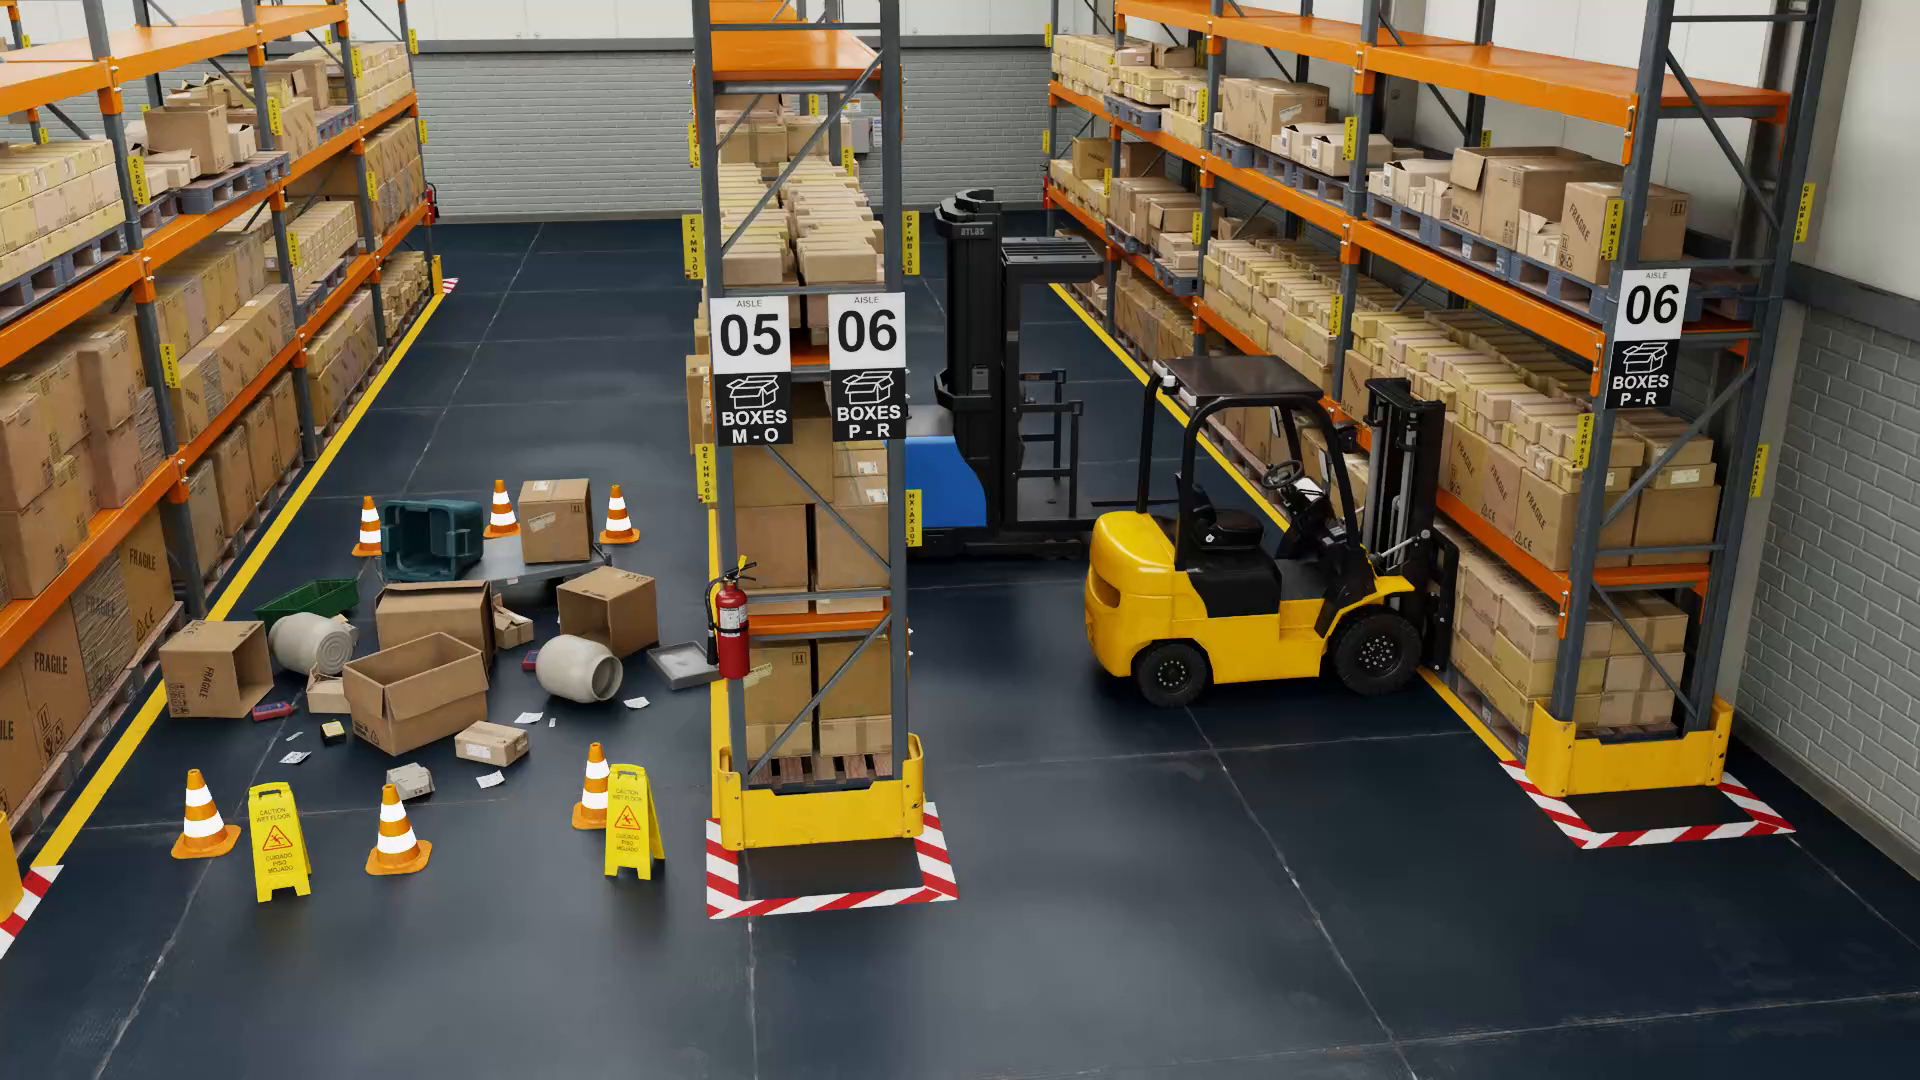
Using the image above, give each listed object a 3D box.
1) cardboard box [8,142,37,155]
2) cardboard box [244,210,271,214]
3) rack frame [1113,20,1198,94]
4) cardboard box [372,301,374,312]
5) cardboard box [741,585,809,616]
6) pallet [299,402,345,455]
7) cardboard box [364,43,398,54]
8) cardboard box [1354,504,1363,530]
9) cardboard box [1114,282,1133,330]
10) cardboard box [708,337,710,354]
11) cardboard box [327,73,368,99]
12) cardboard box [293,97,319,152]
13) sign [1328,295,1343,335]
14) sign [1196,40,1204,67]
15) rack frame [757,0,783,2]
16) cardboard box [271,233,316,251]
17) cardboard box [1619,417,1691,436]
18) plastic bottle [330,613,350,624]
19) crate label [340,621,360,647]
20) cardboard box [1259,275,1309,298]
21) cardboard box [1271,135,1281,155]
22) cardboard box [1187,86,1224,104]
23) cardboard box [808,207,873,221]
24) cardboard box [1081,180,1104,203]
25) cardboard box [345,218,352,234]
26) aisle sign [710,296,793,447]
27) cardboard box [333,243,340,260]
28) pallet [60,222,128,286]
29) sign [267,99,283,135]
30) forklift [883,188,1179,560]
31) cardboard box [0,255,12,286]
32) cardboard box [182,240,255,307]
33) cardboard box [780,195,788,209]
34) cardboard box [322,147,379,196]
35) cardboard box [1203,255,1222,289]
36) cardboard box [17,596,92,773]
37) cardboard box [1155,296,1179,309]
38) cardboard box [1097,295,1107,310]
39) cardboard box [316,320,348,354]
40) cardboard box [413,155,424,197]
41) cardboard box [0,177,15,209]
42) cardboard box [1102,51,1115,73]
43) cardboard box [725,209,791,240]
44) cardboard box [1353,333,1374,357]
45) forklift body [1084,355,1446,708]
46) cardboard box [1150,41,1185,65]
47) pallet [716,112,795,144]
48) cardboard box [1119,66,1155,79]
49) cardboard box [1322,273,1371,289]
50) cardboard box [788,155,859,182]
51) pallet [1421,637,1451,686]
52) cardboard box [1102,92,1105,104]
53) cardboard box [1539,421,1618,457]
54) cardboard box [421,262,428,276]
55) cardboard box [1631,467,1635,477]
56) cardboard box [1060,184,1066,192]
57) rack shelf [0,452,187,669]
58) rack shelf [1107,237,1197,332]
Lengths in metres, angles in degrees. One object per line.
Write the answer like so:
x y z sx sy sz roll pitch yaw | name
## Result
-12.580 -4.990 22.082 0.500 0.500 0.500 -3 21 -7 | cardboard box
-7.728 -3.569 18.467 0.380 0.149 0.250 -3 21 -7 | cardboard box
2.385 -6.902 19.909 1.000 3.000 0.127 -3 21 -8 | rack frame
-7.255 -2.825 20.192 0.380 0.149 0.250 -2 21 -6 | cardboard box
-1.062 0.314 9.523 0.380 0.149 0.250 -2 21 -6 | cardboard box
-6.945 -1.135 17.028 1.003 0.211 1.213 -3 21 -8 | pallet
-7.689 -6.507 22.068 0.380 0.149 0.250 -3 21 -7 | cardboard box
3.377 -0.108 12.906 0.500 0.250 0.500 -3 21 -8 | cardboard box
2.232 -2.939 20.844 0.500 0.500 0.500 -2 21 -5 | cardboard box
-1.262 -1.033 10.771 0.700 0.500 0.500 -3 21 -8 | cardboard box
-7.242 -5.303 19.416 0.500 0.250 0.500 -2 21 -6 | cardboard box
-6.809 -4.179 16.763 0.500 0.500 0.500 -3 21 -8 | cardboard box
3.002 -1.797 13.272 0.100 0.325 0.005 -3 21 -8 | sign
2.933 -5.953 20.353 0.100 0.325 0.005 -3 21 -8 | sign
-2.527 -6.651 19.236 1.000 3.000 0.127 -3 21 -8 | rack frame
-6.860 -3.062 17.109 0.380 0.149 0.250 -2 21 -5 | cardboard box
4.301 -0.649 10.247 0.380 0.149 0.250 -2 21 -6 | cardboard box
-4.724 0.610 12.569 0.133 0.061 0.283 -15 25 -35 | plastic bottle
-4.575 0.706 12.204 0.250 0.136 0.298 17 27 39 | crate label
2.940 -2.309 15.114 0.380 0.149 0.250 -3 21 -9 | cardboard box
2.968 -3.486 14.664 0.380 0.149 0.250 -3 21 -8 | cardboard box
2.597 -4.658 17.407 0.380 0.149 0.250 -4 21 -10 | cardboard box
-0.723 -1.922 10.082 0.380 0.149 0.250 -2 21 -6 | cardboard box
1.924 -4.671 22.299 0.500 0.250 0.500 -3 21 -8 | cardboard box
-7.119 -3.555 18.855 0.380 0.149 0.250 -3 21 -7 | cardboard box
-1.075 -0.867 8.610 0.394 0.787 0.004 -3 21 -8 | aisle sign
-7.004 -3.148 18.191 0.380 0.149 0.250 -4 21 -10 | cardboard box
-6.150 -1.866 10.838 1.003 0.211 1.213 -3 21 -8 | pallet
-6.283 -3.880 15.253 0.100 0.325 0.005 -3 21 -8 | sign
0.628 -1.391 13.824 3.031 2.935 1.130 -2 21 -4 | forklift
-5.595 -1.504 9.358 0.380 0.149 0.250 -3 21 -8 | cardboard box
-6.705 -2.355 14.736 0.700 0.500 0.500 -3 21 -9 | cardboard box
-0.970 -2.230 11.477 0.500 0.250 0.500 -3 21 -9 | cardboard box
-7.234 -4.379 19.730 0.500 0.500 0.500 -2 21 -6 | cardboard box
2.759 -2.704 16.742 0.500 0.250 0.500 -3 21 -8 | cardboard box
-5.973 0.862 10.132 0.875 0.875 0.875 -3 21 -9 | cardboard box
2.491 -2.743 19.393 0.380 0.149 0.250 -3 21 -8 | cardboard box
2.014 -3.131 21.861 0.380 0.149 0.250 -4 21 -9 | cardboard box
-6.825 -2.146 17.650 0.500 0.250 0.500 -3 21 -7 | cardboard box
-7.668 -4.984 22.780 0.500 0.500 0.500 -2 21 -7 | cardboard box
-5.633 -1.966 9.456 0.380 0.149 0.250 -3 21 -7 | cardboard box
2.074 -5.963 20.756 0.500 0.250 0.500 -3 21 -8 | cardboard box
-1.217 -1.895 10.009 0.380 0.149 0.250 -4 21 -9 | cardboard box
3.323 -1.549 13.081 0.380 0.149 0.250 -3 21 -9 | cardboard box
2.036 -0.104 11.495 2.313 2.155 1.214 -3 21 -8 | forklift body
2.497 -5.854 19.988 0.396 0.266 0.258 -3 21 -9 | cardboard box
-2.260 -4.379 17.711 1.003 0.211 1.213 -2 21 -5 | pallet
2.103 -5.548 19.761 0.380 0.149 0.250 -3 21 -7 | cardboard box
3.526 -2.335 15.186 0.380 0.149 0.250 -3 21 -7 | cardboard box
-1.061 -2.825 12.893 0.500 0.250 0.500 -3 21 -9 | cardboard box
3.790 0.685 12.154 1.003 0.211 1.213 -3 21 -8 | pallet
2.008 -5.574 20.999 0.380 0.149 0.250 -3 21 -8 | cardboard box
3.788 -0.624 10.180 0.380 0.149 0.250 -3 21 -8 | cardboard box
-7.629 -3.773 23.154 0.380 0.149 0.250 -3 21 -9 | cardboard box
4.224 -0.501 10.274 0.380 0.149 0.250 -3 21 -8 | cardboard box
1.666 -5.146 24.140 0.380 0.149 0.250 -2 21 -6 | cardboard box
-5.969 0.244 10.379 1.077 0.370 4.000 -3 21 -8 | rack shelf
2.673 -3.062 19.231 1.077 0.370 4.000 -3 21 -8 | rack shelf
